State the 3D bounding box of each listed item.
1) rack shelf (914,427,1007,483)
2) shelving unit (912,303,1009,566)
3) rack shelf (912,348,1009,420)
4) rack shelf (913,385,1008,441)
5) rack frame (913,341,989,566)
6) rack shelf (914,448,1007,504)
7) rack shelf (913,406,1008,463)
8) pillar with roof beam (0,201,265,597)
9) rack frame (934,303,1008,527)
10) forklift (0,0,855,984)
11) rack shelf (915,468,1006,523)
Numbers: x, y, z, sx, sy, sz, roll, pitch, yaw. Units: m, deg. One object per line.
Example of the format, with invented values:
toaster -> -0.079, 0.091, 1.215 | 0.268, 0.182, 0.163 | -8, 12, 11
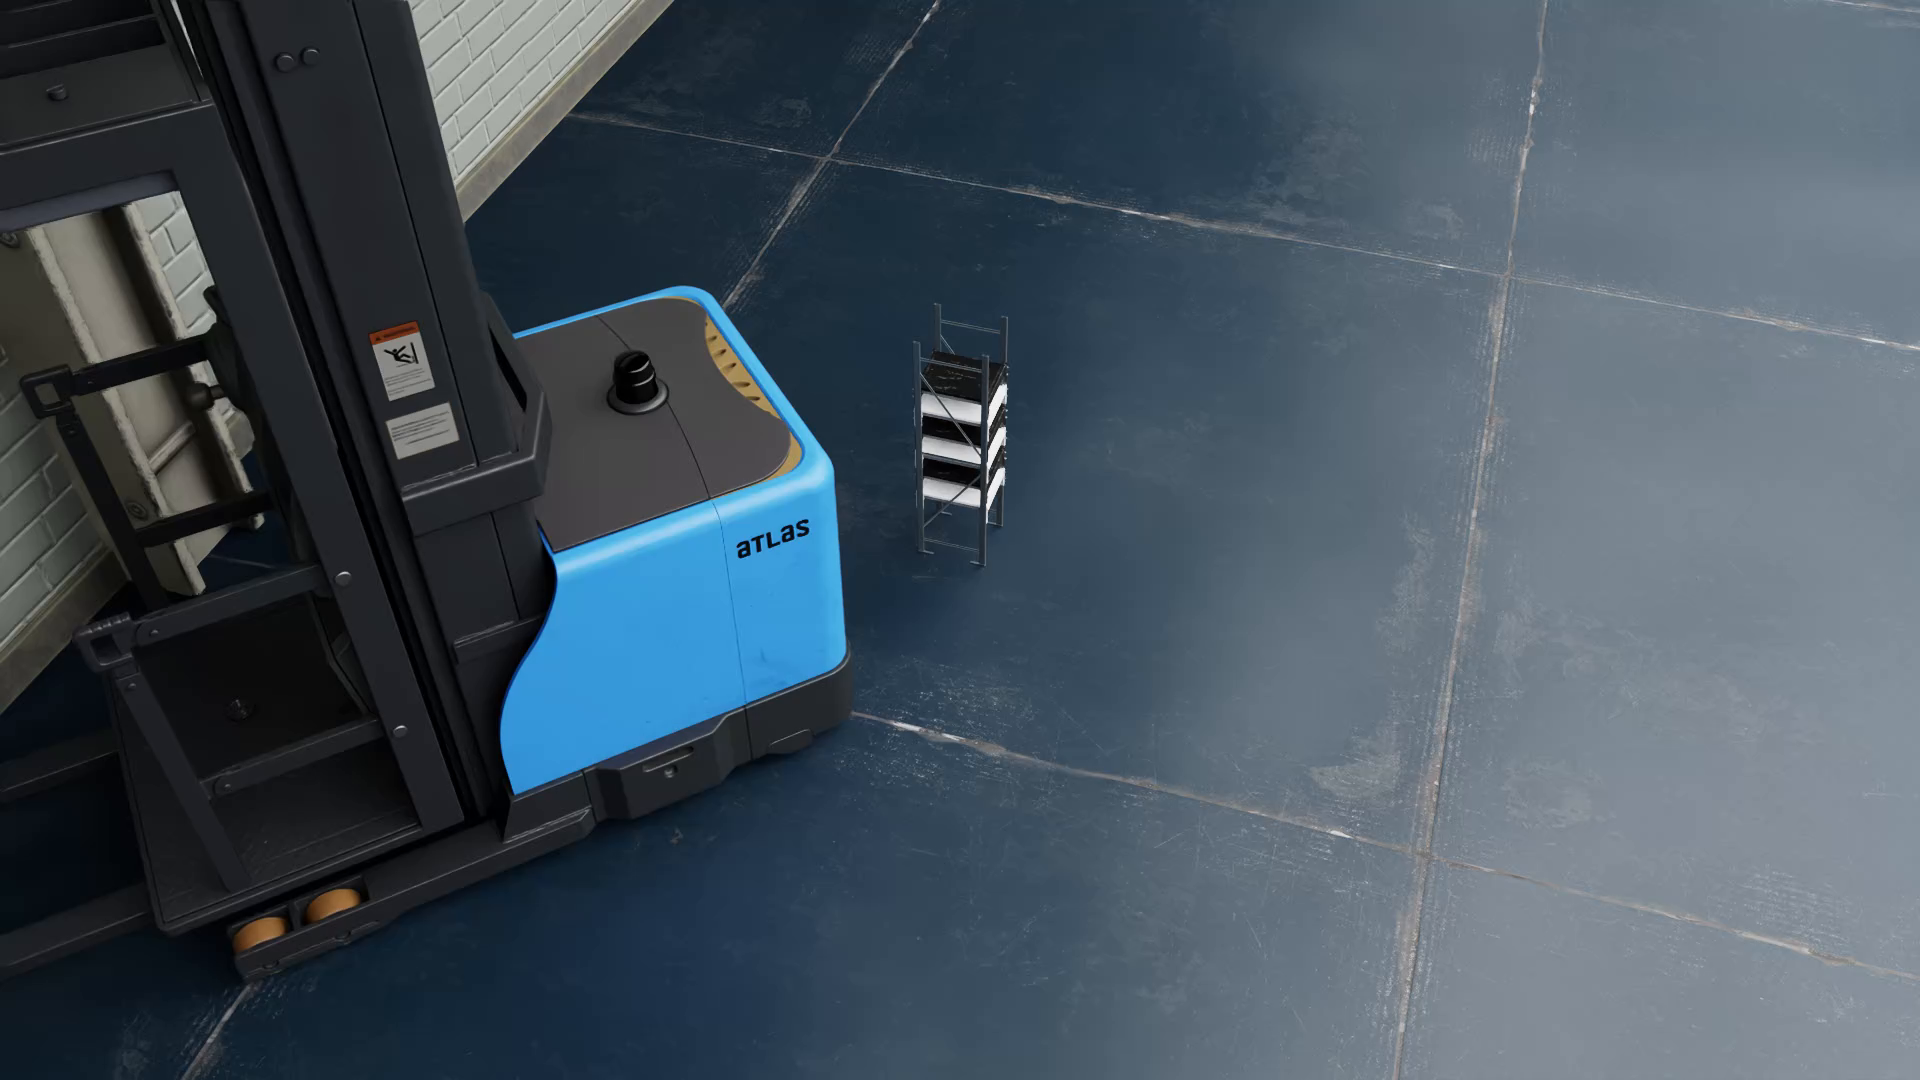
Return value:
rack shelf -> 0.002, -0.303, 5.464 | 0.258, 0.077, 0.200 | 13, 46, 12
shelving unit -> 0.002, -0.327, 5.441 | 0.258, 0.900, 0.210 | 13, 46, 12
rack shelf -> 0.002, -0.496, 5.275 | 0.258, 0.077, 0.200 | 13, 46, 12
rack shelf -> 0.002, -0.432, 5.338 | 0.258, 0.077, 0.200 | 13, 46, 12
rack frame -> -0.028, -0.259, 5.372 | 0.240, 0.900, 0.006 | 13, 46, 12
rack shelf -> 0.002, -0.239, 5.527 | 0.258, 0.077, 0.200 | 13, 46, 12
rack shelf -> 0.002, -0.368, 5.401 | 0.258, 0.077, 0.200 | 13, 46, 12
pillar with roof beam -> 1.466, -2.277, 1.643 | 9.100, 9.000, 0.400 | 13, 46, 13
rack frame -> 0.033, -0.395, 5.510 | 0.240, 0.900, 0.006 | 13, 46, 12
forklift -> -1.870, -0.286, 3.947 | 3.031, 2.935, 1.130 | -21, 48, -20
rack shelf -> 0.002, -0.175, 5.590 | 0.258, 0.077, 0.200 | 13, 46, 12
